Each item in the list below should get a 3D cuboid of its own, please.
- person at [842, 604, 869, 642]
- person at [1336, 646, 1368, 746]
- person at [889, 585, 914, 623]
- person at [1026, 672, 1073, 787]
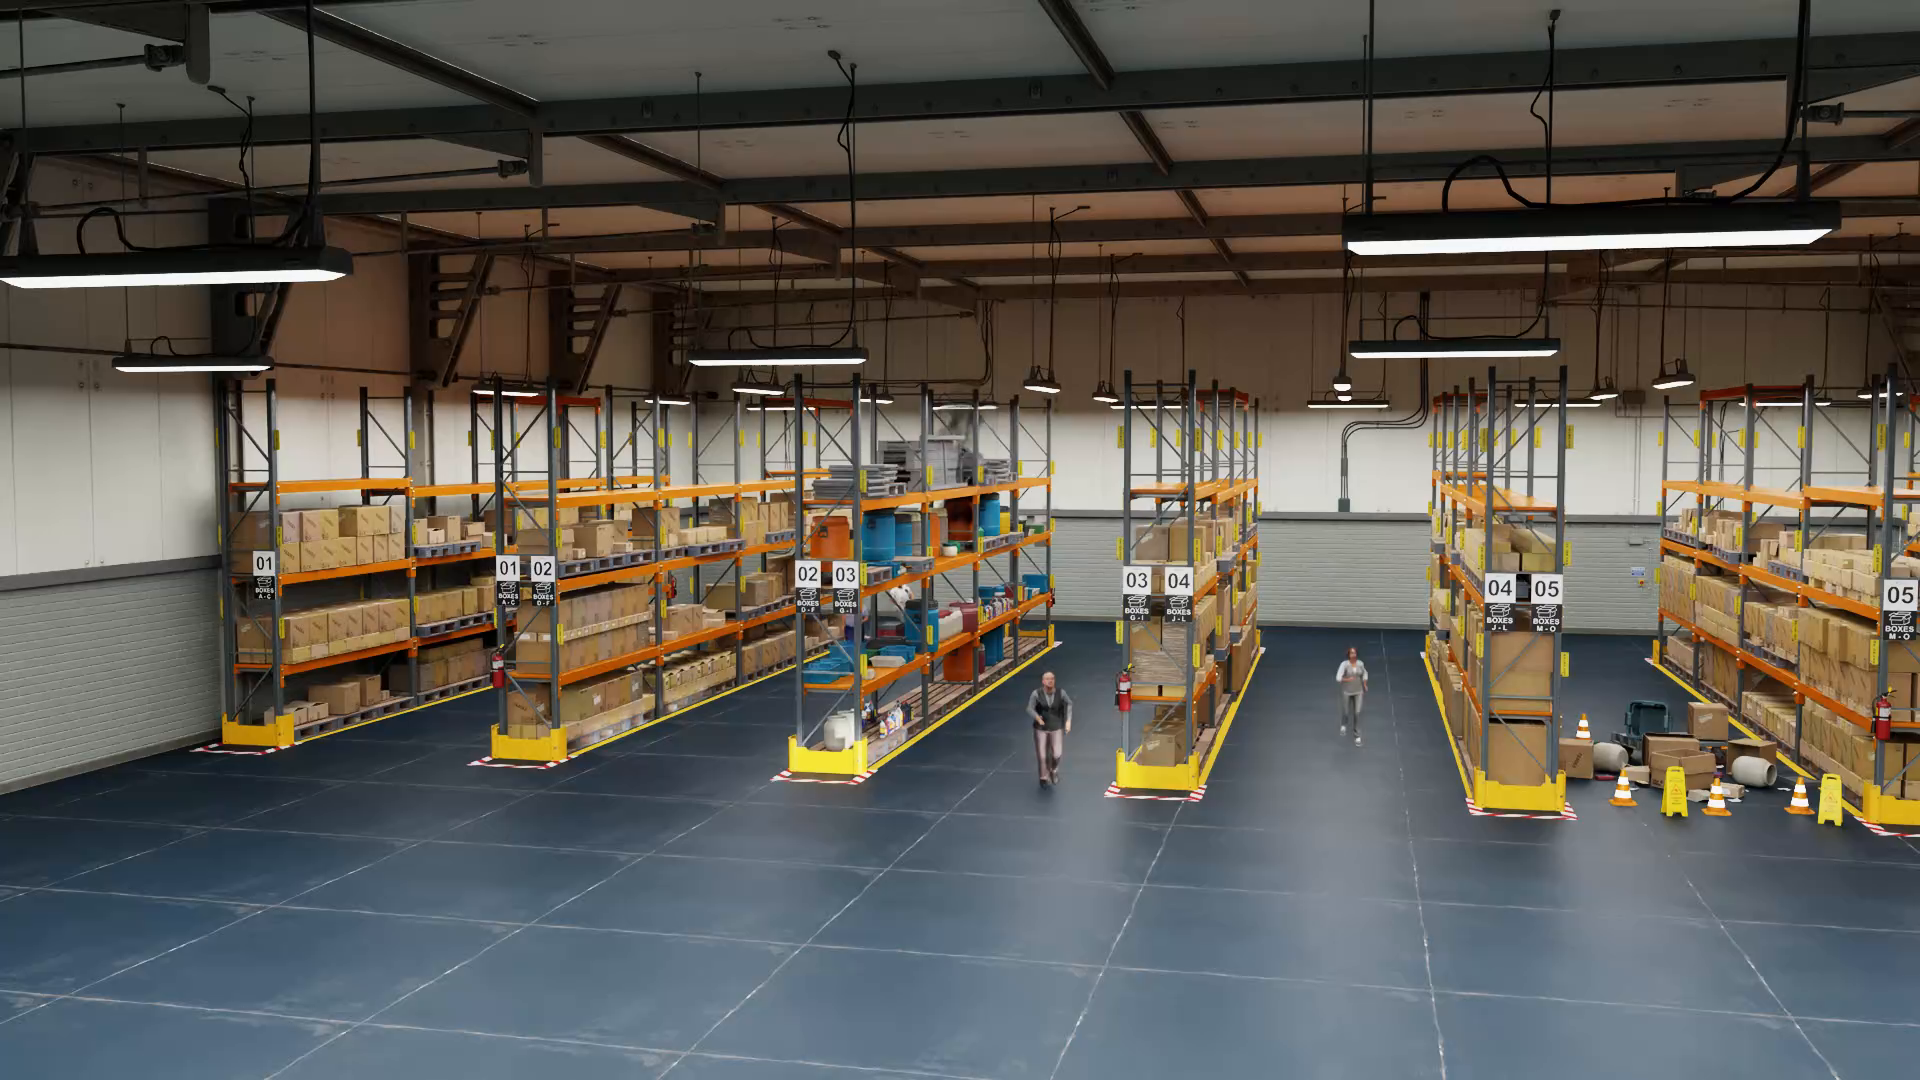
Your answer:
[{"bbox_3d":[-2.110,1.917,33.386,0.570,1.770,0.789,0,3,2],"label":"person"},{"bbox_3d":[6.473,2.547,27.438,0.544,1.586,0.878,0,3,3],"label":"person"},{"bbox_3d":[-1.447,1.723,41.264,0.636,1.627,0.870,-1,3,-10],"label":"person"},{"bbox_3d":[1.293,2.735,23.871,0.688,1.680,0.649,0,3,-1],"label":"person"}]
